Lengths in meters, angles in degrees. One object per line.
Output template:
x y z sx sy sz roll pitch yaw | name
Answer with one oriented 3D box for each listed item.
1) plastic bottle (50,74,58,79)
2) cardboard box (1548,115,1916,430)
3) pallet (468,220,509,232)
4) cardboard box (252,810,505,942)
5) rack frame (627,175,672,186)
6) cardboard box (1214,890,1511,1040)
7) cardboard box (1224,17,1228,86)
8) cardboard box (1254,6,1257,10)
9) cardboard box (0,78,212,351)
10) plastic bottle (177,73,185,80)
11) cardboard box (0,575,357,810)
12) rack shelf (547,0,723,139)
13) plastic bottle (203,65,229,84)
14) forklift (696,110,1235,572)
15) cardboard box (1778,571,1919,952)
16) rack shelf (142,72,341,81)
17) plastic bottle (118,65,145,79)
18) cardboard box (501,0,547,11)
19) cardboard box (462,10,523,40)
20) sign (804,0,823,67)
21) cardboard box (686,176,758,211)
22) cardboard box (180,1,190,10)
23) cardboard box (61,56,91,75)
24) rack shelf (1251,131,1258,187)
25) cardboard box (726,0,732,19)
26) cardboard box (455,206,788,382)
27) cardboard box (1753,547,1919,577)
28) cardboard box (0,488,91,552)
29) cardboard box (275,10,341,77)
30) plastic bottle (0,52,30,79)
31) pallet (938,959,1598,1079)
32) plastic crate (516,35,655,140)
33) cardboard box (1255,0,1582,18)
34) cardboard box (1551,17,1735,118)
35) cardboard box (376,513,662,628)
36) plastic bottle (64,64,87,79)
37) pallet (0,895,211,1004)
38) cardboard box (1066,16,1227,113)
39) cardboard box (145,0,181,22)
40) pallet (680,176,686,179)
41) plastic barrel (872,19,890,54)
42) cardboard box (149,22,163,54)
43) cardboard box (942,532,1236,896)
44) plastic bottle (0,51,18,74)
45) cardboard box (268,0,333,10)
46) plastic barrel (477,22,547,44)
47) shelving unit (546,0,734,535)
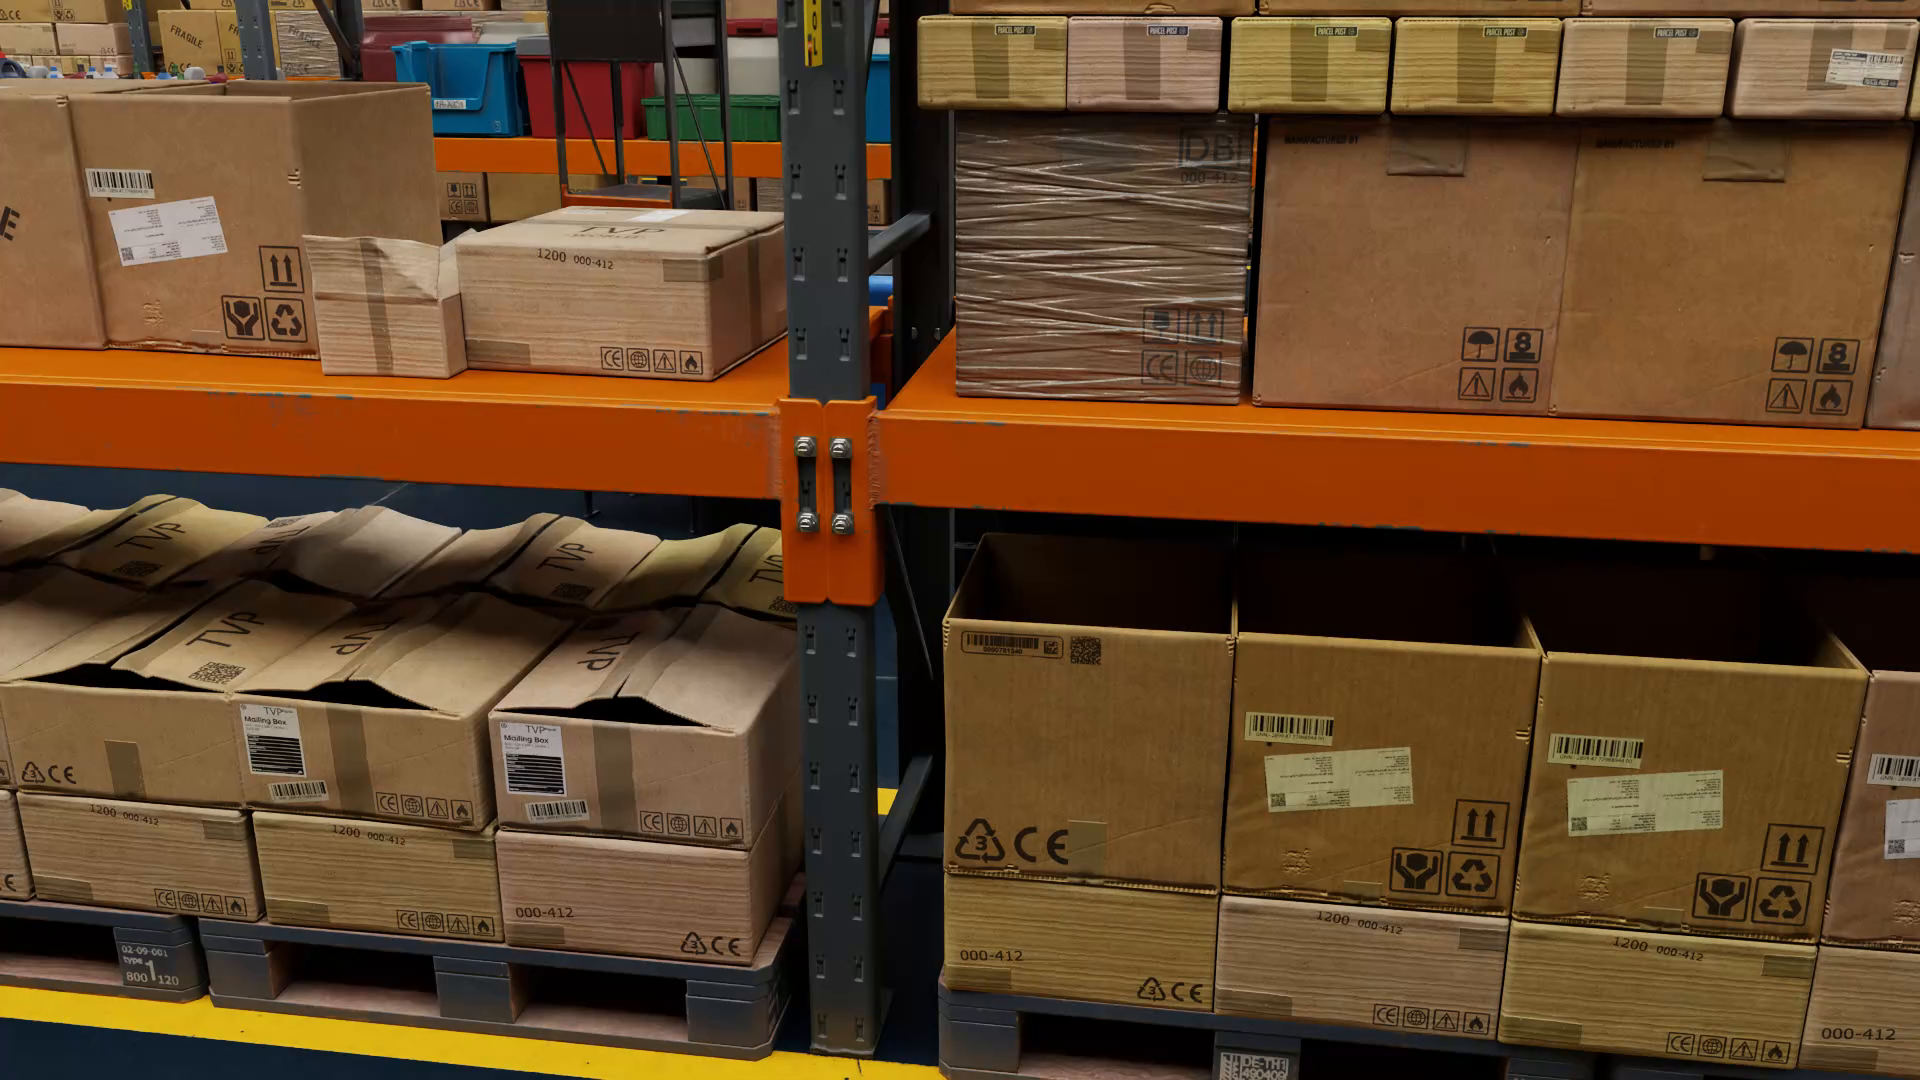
-4.504 -2.184 8.307 0.097 0.271 0.097 0 18 0 | plastic bottle
1.302 -0.539 3.029 0.500 0.500 0.700 3 19 9 | cardboard box
-3.294 -2.608 13.766 1.213 0.211 1.003 3 19 9 | pallet
-1.108 0.586 3.496 0.500 0.250 0.500 3 19 8 | cardboard box
-2.528 -3.868 13.135 0.127 3.000 1.000 3 19 9 | rack frame
0.749 0.687 3.194 0.500 0.250 0.500 3 19 9 | cardboard box
0.393 -0.958 3.260 0.250 0.149 0.380 3 19 7 | cardboard box
2.344 -3.776 12.236 0.500 0.500 0.875 3 19 9 | cardboard box
-1.924 -0.706 3.527 0.500 0.500 0.500 3 19 9 | cardboard box
-3.780 -2.147 8.177 0.133 0.283 0.061 3 19 9 | plastic bottle
-1.606 0.295 3.481 0.500 0.311 0.500 3 19 8 | cardboard box
-1.170 -1.757 6.083 0.480 0.518 0.431 8 20 22 | rack shelf
-4.007 -2.414 8.975 0.133 0.283 0.061 3 19 9 | plastic bottle
0.622 -1.358 5.743 3.031 2.935 1.130 3 19 9 | forklift
1.736 0.383 2.922 0.500 0.500 0.500 3 19 9 | cardboard box
-4.502 -3.627 13.550 4.000 0.370 1.077 3 19 9 | rack shelf
-4.499 -2.439 9.050 0.133 0.283 0.061 3 19 9 | plastic bottle
-3.247 -4.433 13.085 0.637 0.503 0.797 4 19 11 | cardboard box
-3.546 -3.889 13.041 0.500 0.500 0.500 3 19 8 | cardboard box
-0.230 -0.904 2.577 0.005 0.325 0.100 3 19 9 | sign
-1.863 -2.863 13.379 0.500 0.500 0.700 2 19 6 | cardboard box
-8.608 -5.879 18.521 0.500 0.500 0.500 3 19 9 | cardboard box
-7.085 -3.875 13.554 0.250 0.149 0.380 3 19 10 | cardboard box
2.611 -1.673 7.709 4.000 0.370 1.077 3 19 9 | rack shelf
-1.988 -4.099 13.008 0.500 0.500 0.500 1 19 2 | cardboard box
-0.646 -0.503 3.315 0.500 0.250 0.500 4 19 12 | cardboard box
1.821 0.215 3.424 0.500 0.500 0.500 3 19 9 | cardboard box
-2.534 0.074 4.141 0.500 0.311 0.500 3 19 8 | cardboard box
-5.072 -3.964 13.267 0.500 0.500 0.500 2 19 7 | cardboard box
-5.107 -2.440 8.946 0.185 0.351 0.144 3 19 9 | plastic bottle
0.625 0.813 3.542 1.213 0.211 1.003 3 19 9 | pallet
-1.766 -2.169 7.957 0.583 0.464 0.402 3 19 9 | plastic crate
0.785 -1.180 2.901 0.500 0.500 0.700 3 19 9 | cardboard box
1.090 -0.793 2.765 0.250 0.149 0.380 2 19 7 | cardboard box
-1.015 0.150 3.914 0.500 0.311 0.500 3 19 8 | cardboard box
-4.823 -2.456 9.100 0.133 0.283 0.061 3 19 9 | plastic bottle
-2.095 0.674 3.956 1.213 0.211 1.003 3 19 9 | pallet
0.329 -0.831 2.880 0.250 0.149 0.380 3 19 9 | cardboard box
-6.909 -4.599 13.905 0.500 0.500 0.500 3 19 9 | cardboard box
-2.412 -4.134 18.325 1.213 0.211 1.003 3 19 9 | pallet
-0.274 -2.296 8.223 0.433 0.535 0.433 0 18 0 | plastic barrel
-6.899 -4.244 14.029 0.500 0.250 0.500 3 19 8 | cardboard box
0.255 0.308 3.146 0.500 0.500 0.500 3 19 9 | cardboard box
-5.216 -2.495 9.109 0.185 0.351 0.144 3 19 9 | plastic bottle
-5.169 -4.524 13.359 0.637 0.503 0.797 3 19 9 | cardboard box
-2.264 -2.384 8.525 0.421 0.512 0.421 0 18 0 | plastic barrel
-1.170 -1.107 6.301 0.503 2.100 0.431 8 20 22 | shelving unit
